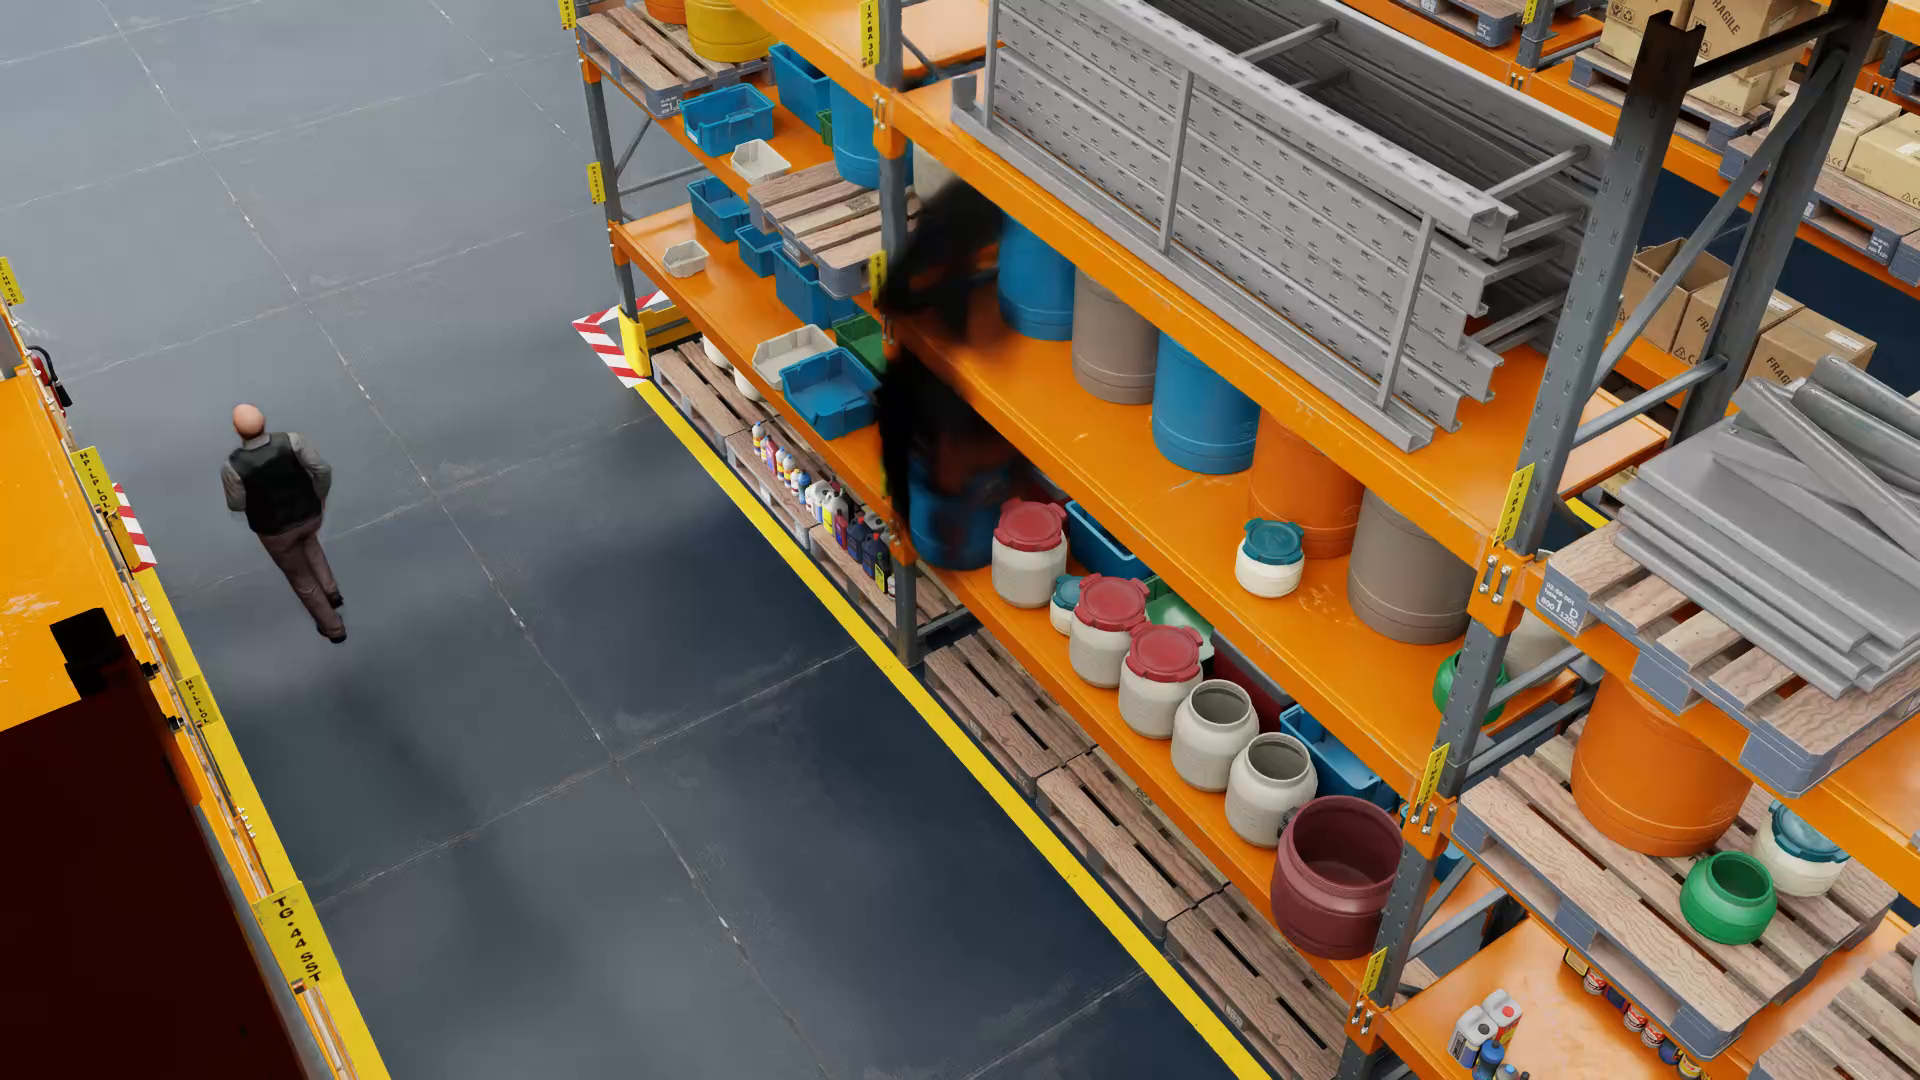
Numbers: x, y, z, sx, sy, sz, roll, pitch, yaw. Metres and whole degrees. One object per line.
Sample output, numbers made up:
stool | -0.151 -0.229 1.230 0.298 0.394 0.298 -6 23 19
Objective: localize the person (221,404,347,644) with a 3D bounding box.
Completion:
person | -4.150 -0.126 10.260 0.592 1.737 0.733 -34 52 -31
